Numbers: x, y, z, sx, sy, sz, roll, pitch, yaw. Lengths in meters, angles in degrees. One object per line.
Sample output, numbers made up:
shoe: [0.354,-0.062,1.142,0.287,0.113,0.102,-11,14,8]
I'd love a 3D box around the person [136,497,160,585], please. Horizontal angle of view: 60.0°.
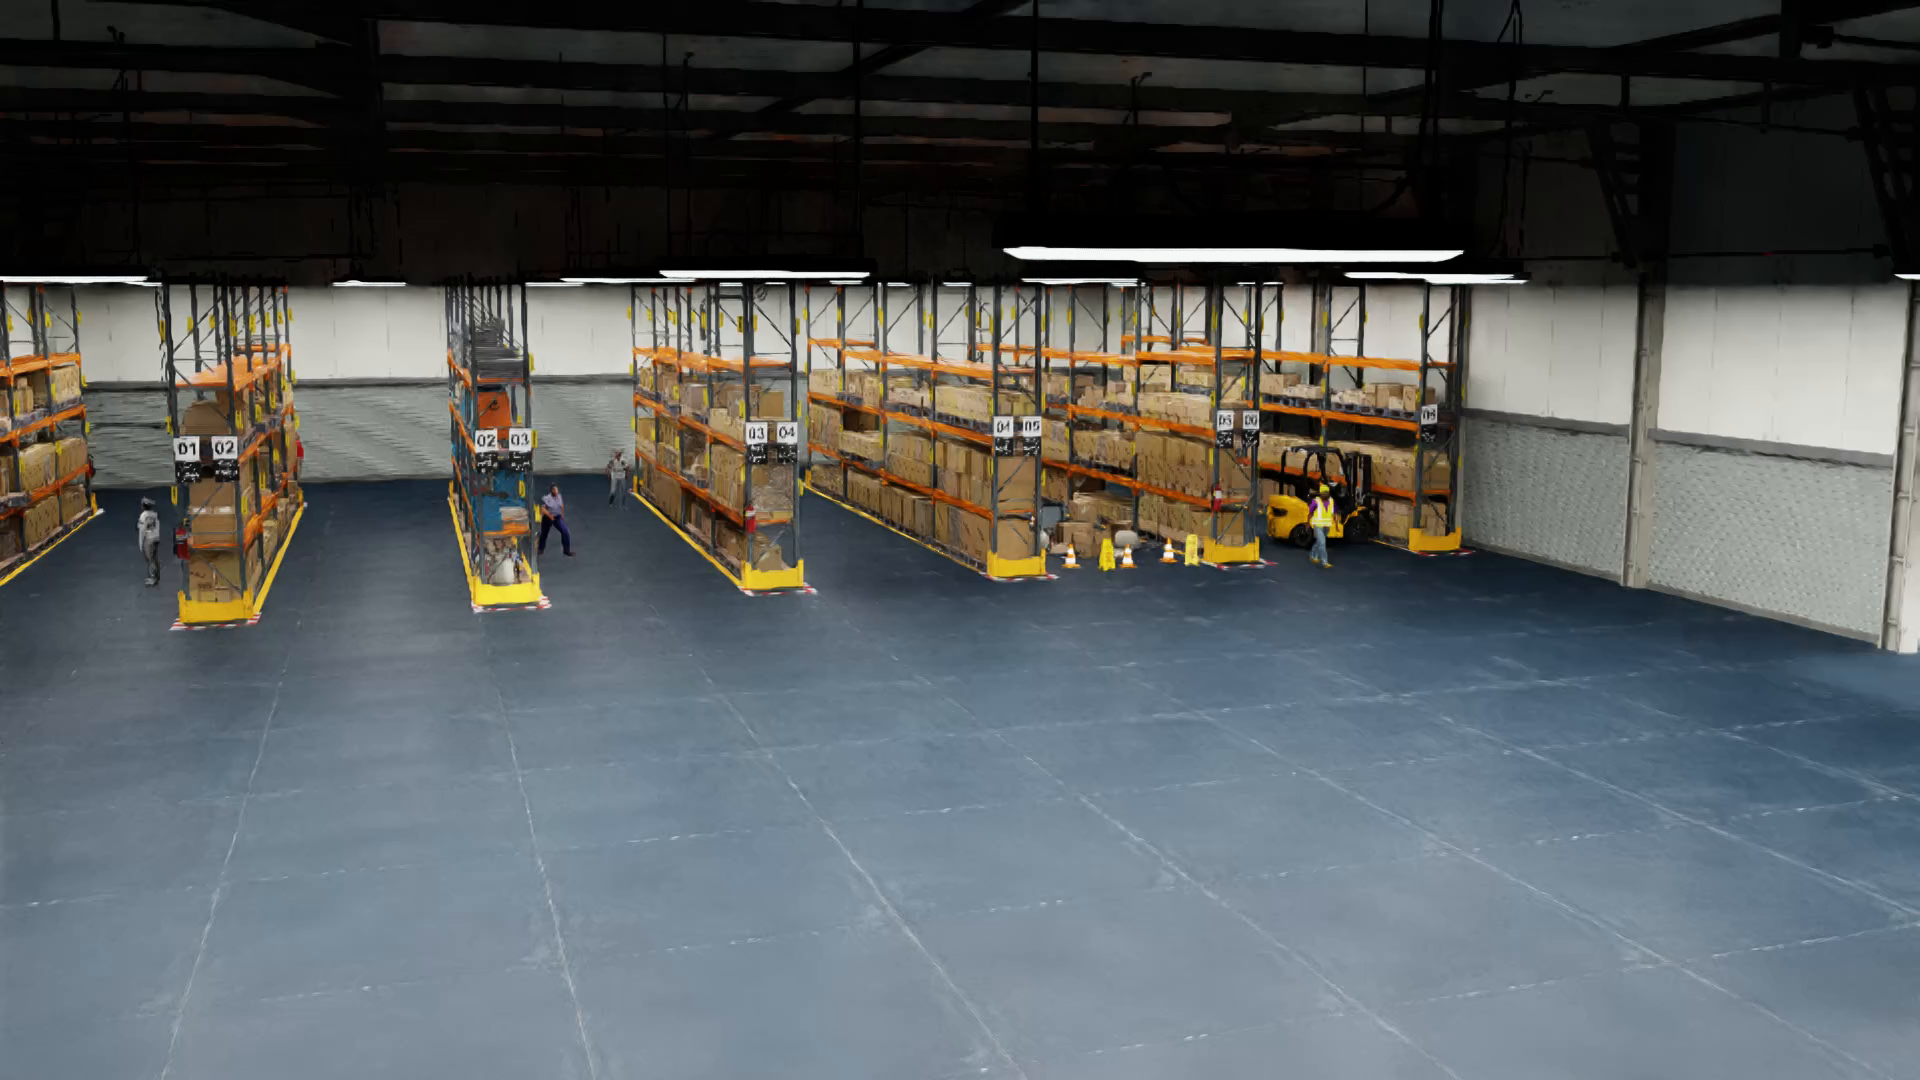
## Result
person: [-15.821,0.016,32.374,0.409,1.676,0.556,1,9,7]

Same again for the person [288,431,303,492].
person: [-18.769,-2.193,46.801,0.500,1.718,0.712,2,9,10]

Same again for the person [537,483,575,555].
person: [-8.756,-0.457,35.817,0.655,1.578,0.817,-6,11,-35]

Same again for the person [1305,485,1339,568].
person: [7.525,-0.303,34.416,0.591,1.716,1.039,-3,9,-19]

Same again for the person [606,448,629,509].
person: [-8.926,-1.611,43.383,0.592,1.629,0.532,-3,9,-19]
